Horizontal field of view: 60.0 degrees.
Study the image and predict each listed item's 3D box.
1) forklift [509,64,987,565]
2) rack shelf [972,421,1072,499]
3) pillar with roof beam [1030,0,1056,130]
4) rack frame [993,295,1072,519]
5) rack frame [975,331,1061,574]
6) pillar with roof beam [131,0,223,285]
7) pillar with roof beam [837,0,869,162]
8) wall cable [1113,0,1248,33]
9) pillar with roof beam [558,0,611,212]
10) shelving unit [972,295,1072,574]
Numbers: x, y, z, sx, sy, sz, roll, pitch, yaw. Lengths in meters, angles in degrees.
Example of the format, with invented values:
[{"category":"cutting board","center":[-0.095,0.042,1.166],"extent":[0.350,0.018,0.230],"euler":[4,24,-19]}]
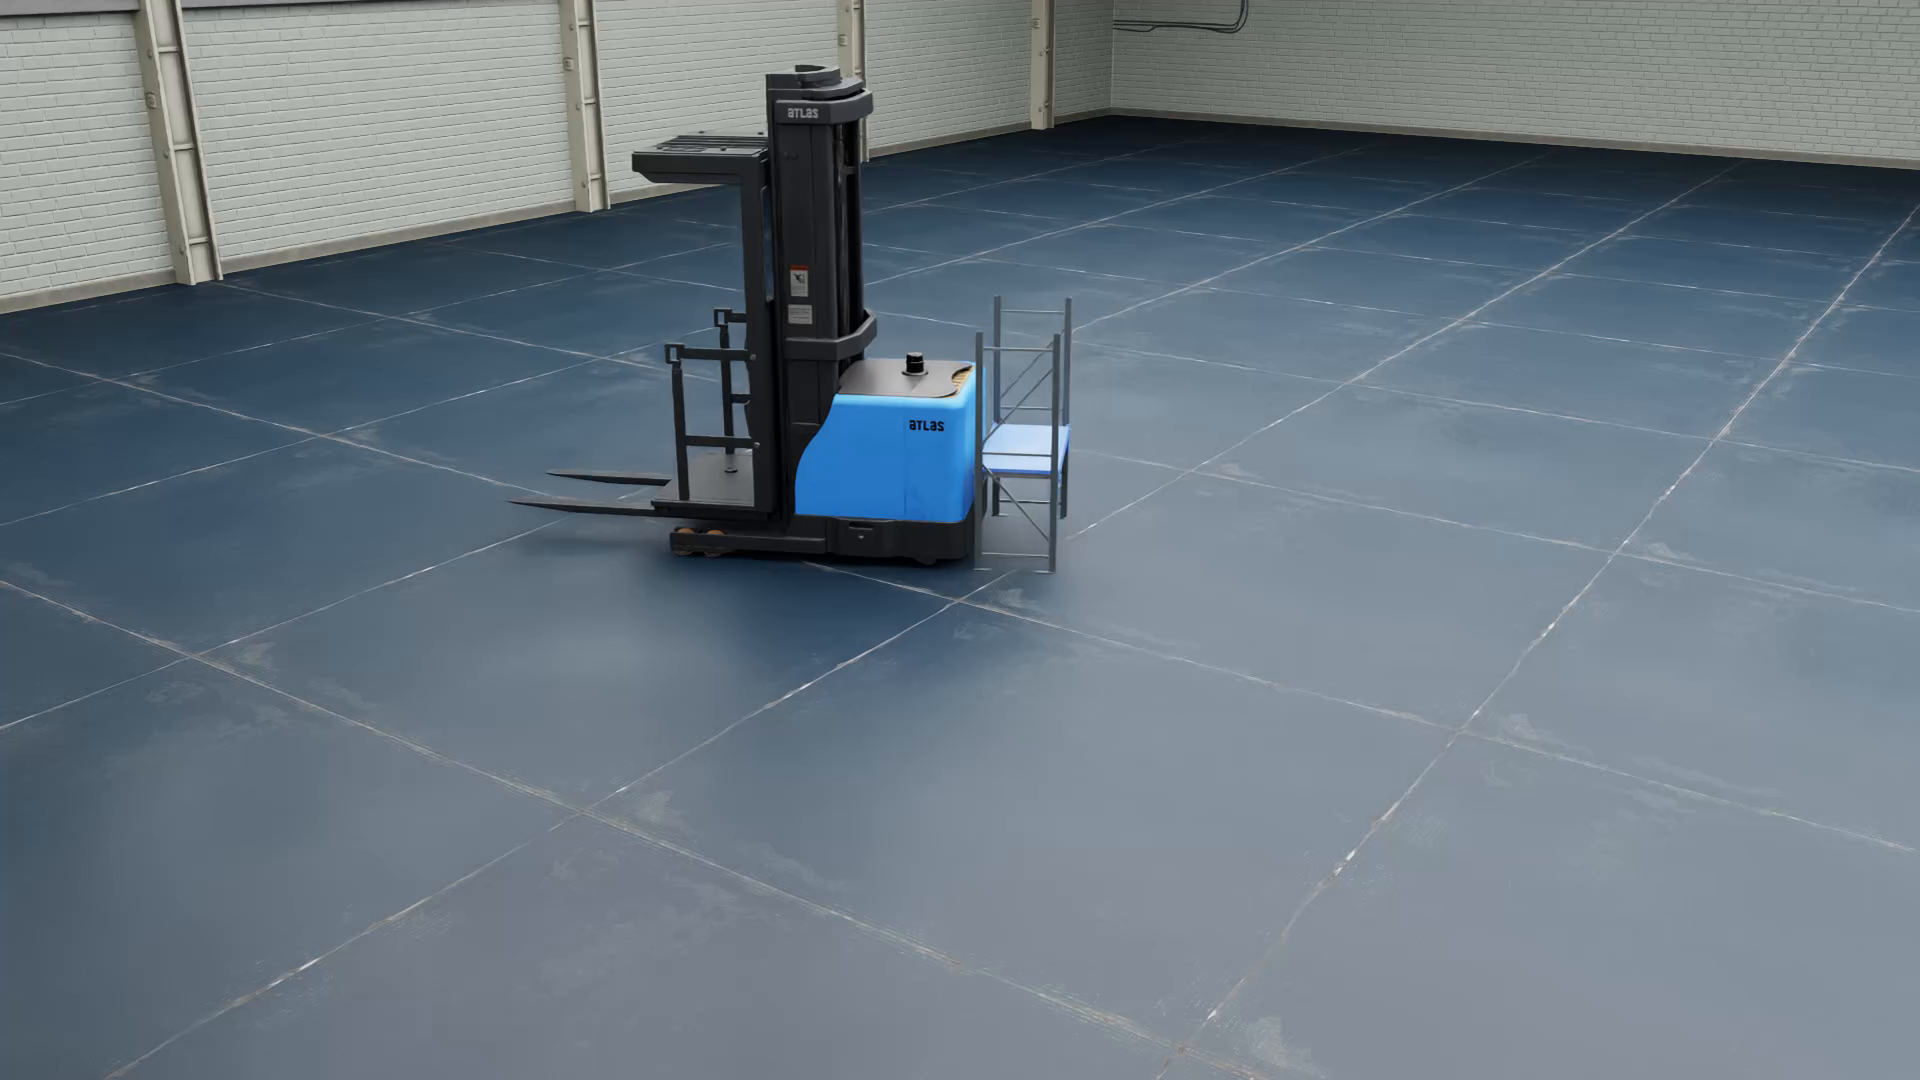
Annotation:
[{"category":"forklift","center":[-1.383,-1.445,10.445],"extent":[3.031,2.935,1.130],"euler":[3,21,9]},{"category":"rack shelf","center":[0.405,-0.516,10.515],"extent":[0.538,0.185,1.000],"euler":[3,20,7]},{"category":"pillar with roof beam","center":[5.167,-11.448,28.742],"extent":[9.100,9.000,0.400],"euler":[13,24,32]},{"category":"rack frame","center":[0.470,-0.859,10.926],"extent":[0.500,1.500,0.032],"euler":[3,20,7]},{"category":"rack frame","center":[0.340,-0.509,9.980],"extent":[0.500,1.500,0.032],"euler":[3,20,7]},{"category":"pillar with roof beam","center":[-4.951,-6.283,14.780],"extent":[9.100,9.000,0.400],"euler":[13,24,32]},{"category":"pillar with roof beam","center":[1.795,-9.726,24.088],"extent":[9.100,9.000,0.400],"euler":[13,24,32]},{"category":"wall cable","center":[4.357,-11.418,33.138],"extent":[3.097,2.526,0.112],"euler":[13,24,32]},{"category":"pillar with roof beam","center":[-1.578,-8.005,19.434],"extent":[9.100,9.000,0.400],"euler":[13,24,32]},{"category":"shelving unit","center":[0.405,-0.684,10.453],"extent":[0.538,1.500,1.048],"euler":[3,20,7]}]
